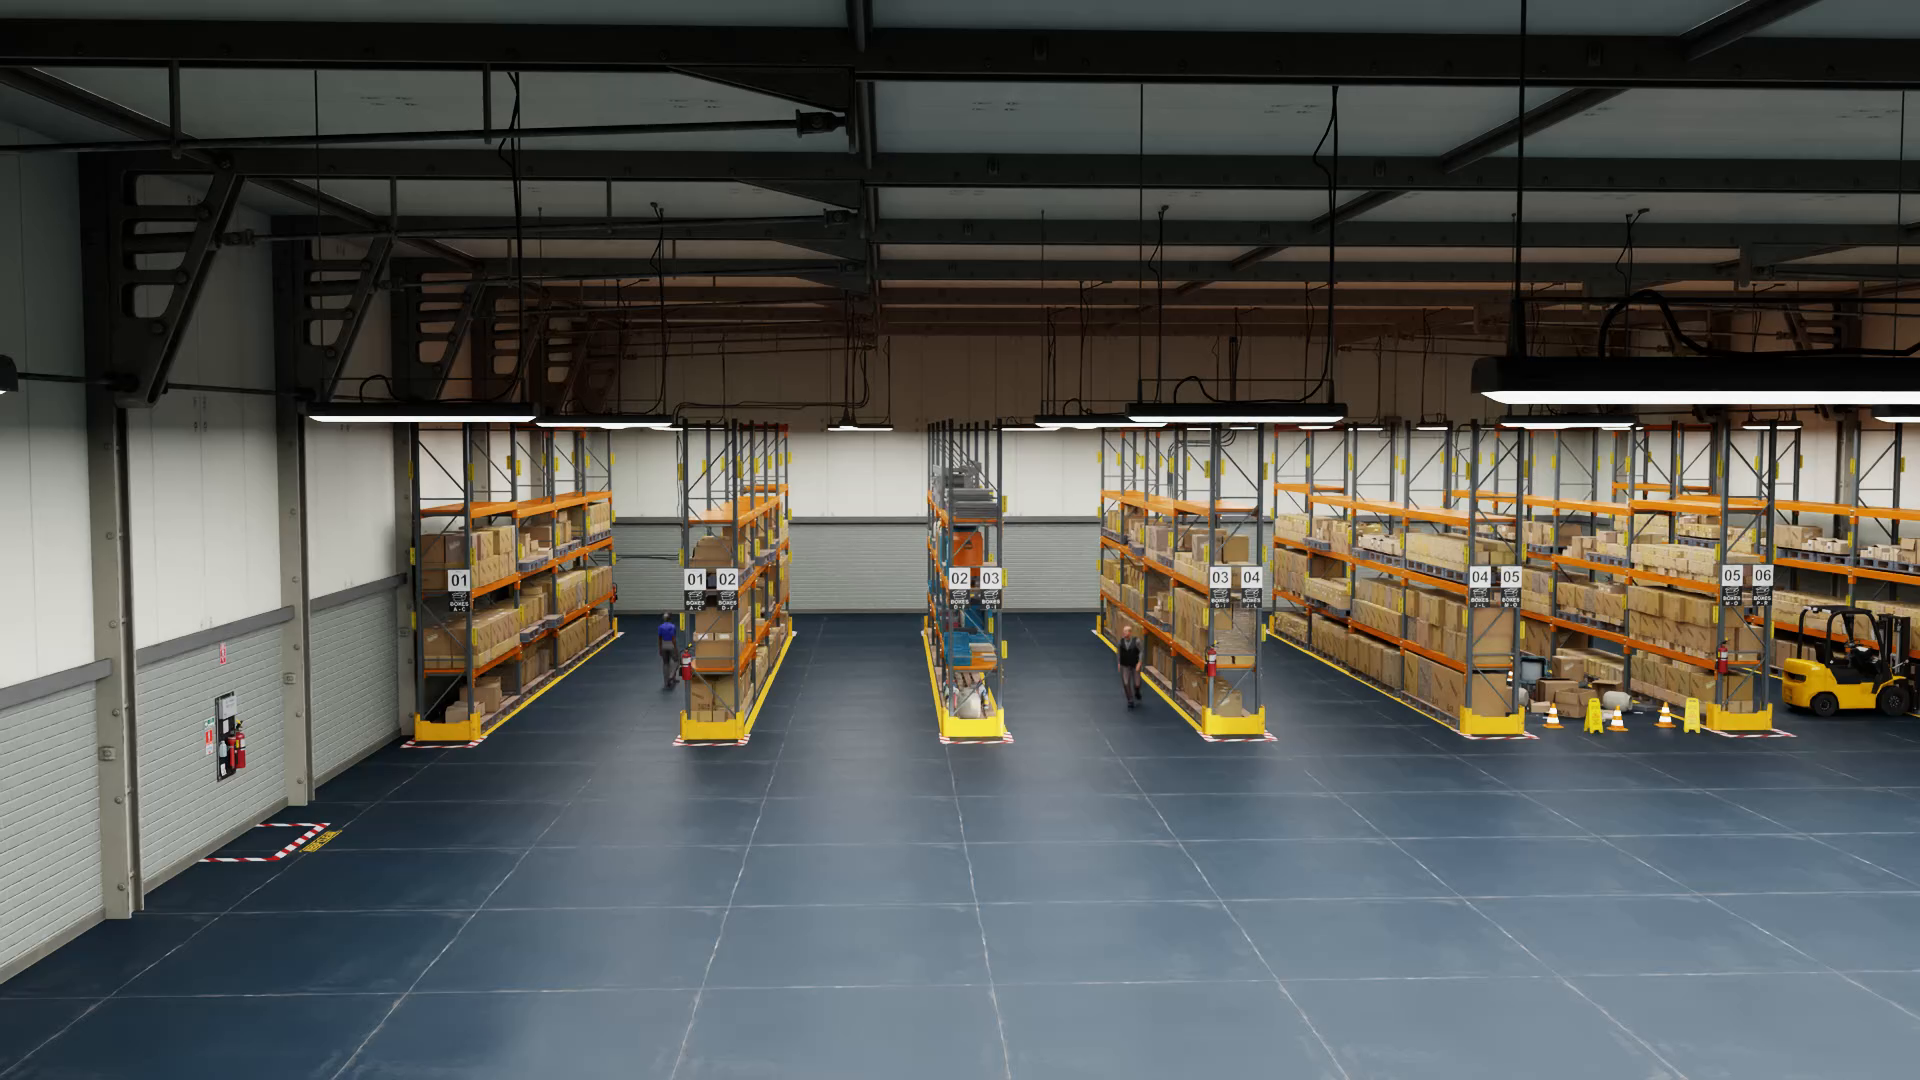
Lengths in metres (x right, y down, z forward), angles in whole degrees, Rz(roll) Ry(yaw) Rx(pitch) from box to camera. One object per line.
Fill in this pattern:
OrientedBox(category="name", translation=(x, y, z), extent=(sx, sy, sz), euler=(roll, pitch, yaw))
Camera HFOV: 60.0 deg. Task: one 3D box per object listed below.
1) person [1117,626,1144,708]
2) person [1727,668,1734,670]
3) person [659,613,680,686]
OrientedBox(category="person", translation=(3.586, 2.647, 34.969), extent=(0.595, 1.692, 0.630), euler=(1, 4, 13))
OrientedBox(category="person", translation=(18.210, 2.400, 39.628), extent=(0.503, 1.675, 0.569), euler=(-1, 4, -20))
OrientedBox(category="person", translation=(-6.605, 2.477, 37.752), extent=(0.508, 1.646, 0.410), euler=(0, 4, 5))
